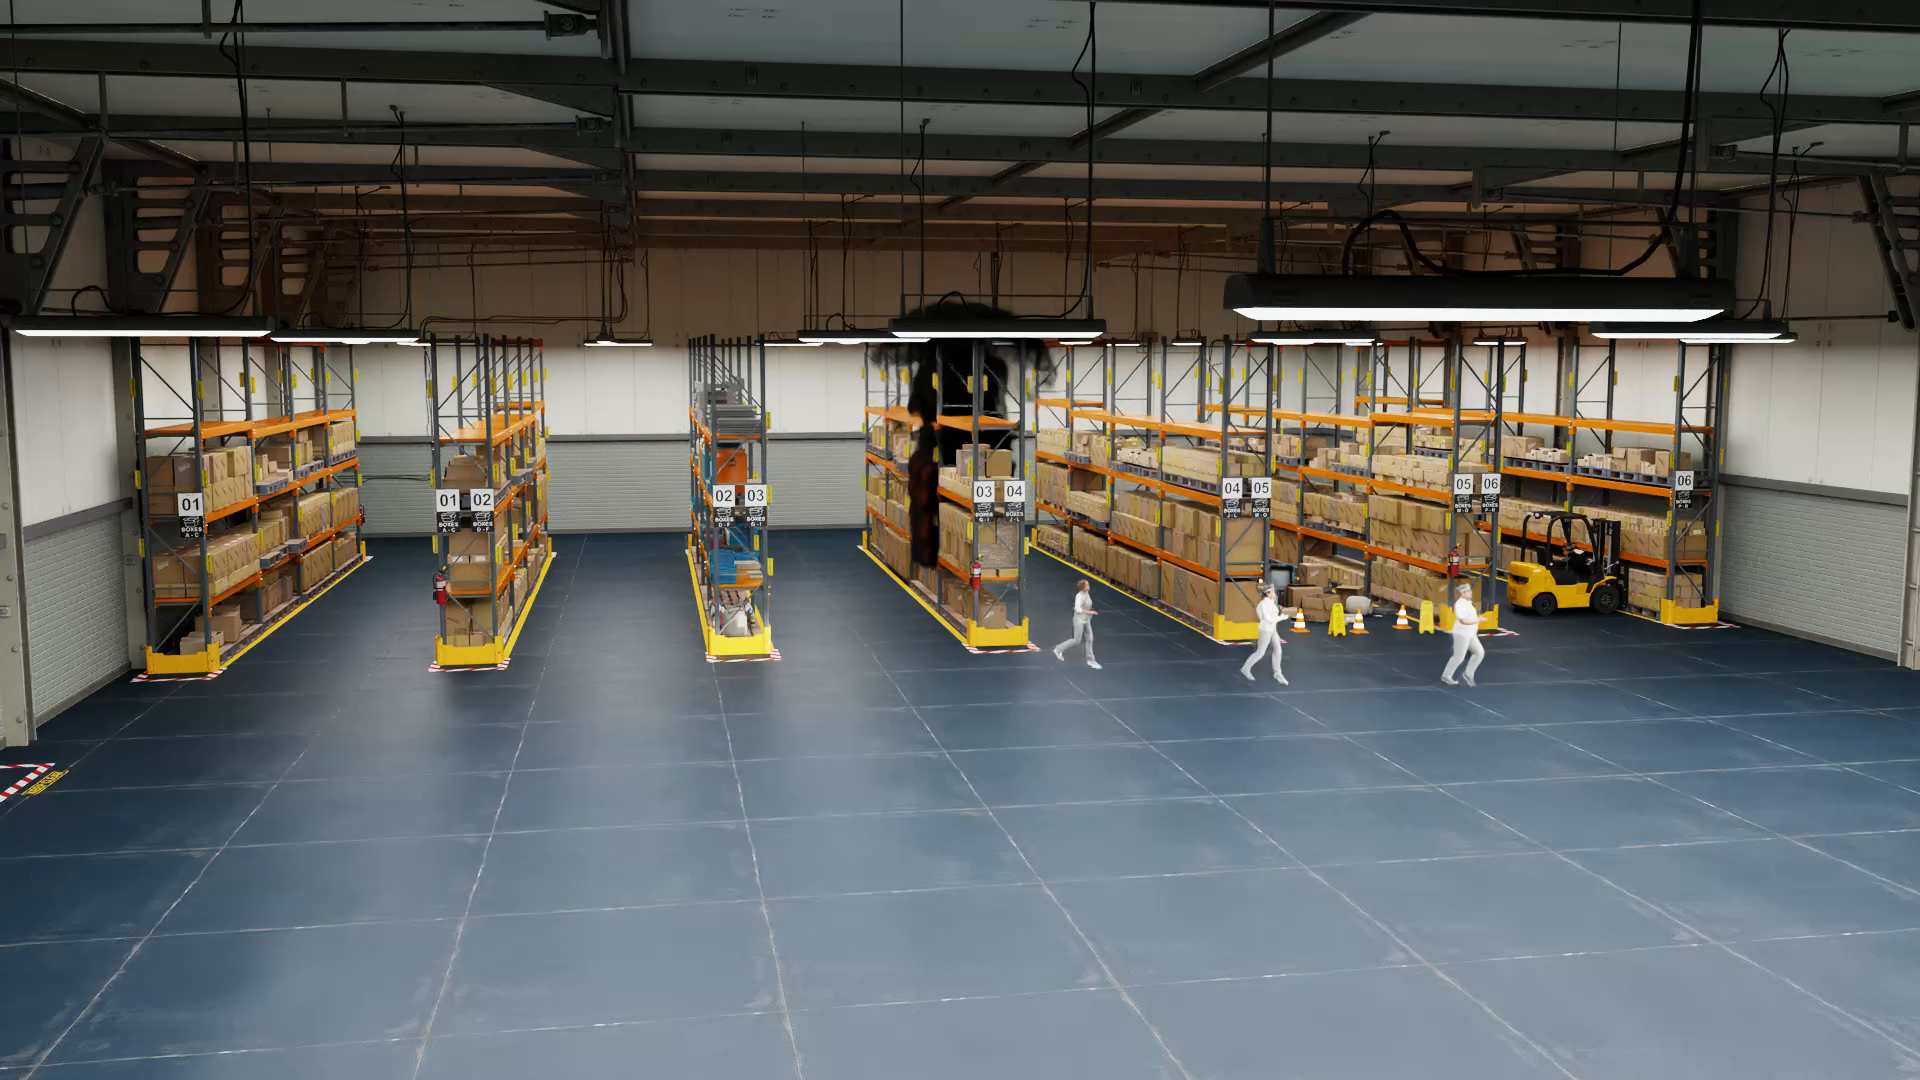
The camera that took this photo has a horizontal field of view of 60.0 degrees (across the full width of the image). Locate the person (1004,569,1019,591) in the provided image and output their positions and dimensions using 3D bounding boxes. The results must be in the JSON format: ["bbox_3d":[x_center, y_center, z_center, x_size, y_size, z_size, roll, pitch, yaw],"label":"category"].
[{"bbox_3d":[1.221,0.389,39.497,0.587,1.660,0.609,-2,7,-14],"label":"person"}]

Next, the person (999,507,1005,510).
[{"bbox_3d":[1.031,-0.712,48.666,0.801,1.714,0.592,3,7,22],"label":"person"}]

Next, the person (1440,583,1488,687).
[{"bbox_3d":[8.565,1.634,28.182,0.752,1.847,0.650,4,8,34],"label":"person"}]

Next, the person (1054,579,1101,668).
[{"bbox_3d":[2.149,1.498,30.055,0.873,1.600,0.550,3,7,27],"label":"person"}]

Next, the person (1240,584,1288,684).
[{"bbox_3d":[5.242,1.605,28.576,0.806,1.747,0.612,3,7,24],"label":"person"}]
